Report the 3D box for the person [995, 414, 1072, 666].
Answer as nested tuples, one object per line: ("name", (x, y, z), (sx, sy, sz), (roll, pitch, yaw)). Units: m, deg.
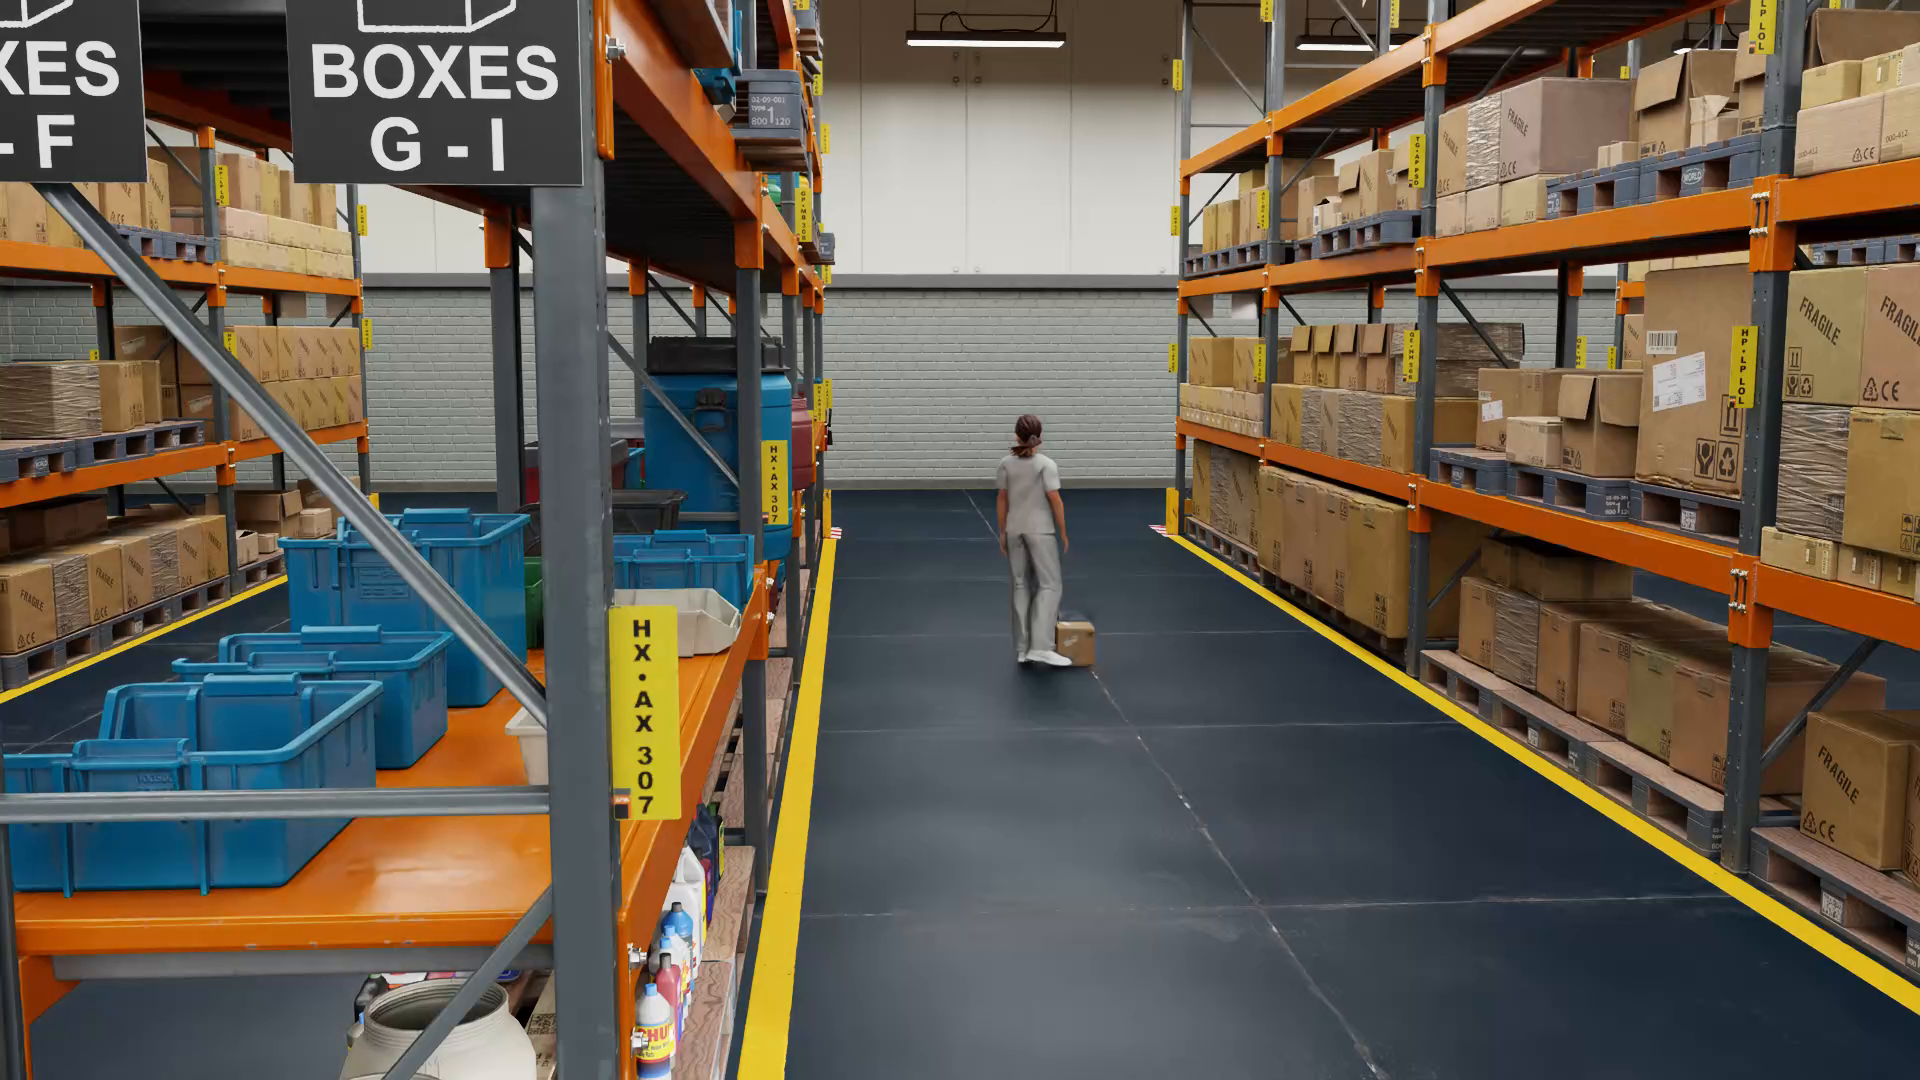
("person", (0.518, -0.007, 11.176), (0.616, 1.669, 0.409), (4, 8, 29))
